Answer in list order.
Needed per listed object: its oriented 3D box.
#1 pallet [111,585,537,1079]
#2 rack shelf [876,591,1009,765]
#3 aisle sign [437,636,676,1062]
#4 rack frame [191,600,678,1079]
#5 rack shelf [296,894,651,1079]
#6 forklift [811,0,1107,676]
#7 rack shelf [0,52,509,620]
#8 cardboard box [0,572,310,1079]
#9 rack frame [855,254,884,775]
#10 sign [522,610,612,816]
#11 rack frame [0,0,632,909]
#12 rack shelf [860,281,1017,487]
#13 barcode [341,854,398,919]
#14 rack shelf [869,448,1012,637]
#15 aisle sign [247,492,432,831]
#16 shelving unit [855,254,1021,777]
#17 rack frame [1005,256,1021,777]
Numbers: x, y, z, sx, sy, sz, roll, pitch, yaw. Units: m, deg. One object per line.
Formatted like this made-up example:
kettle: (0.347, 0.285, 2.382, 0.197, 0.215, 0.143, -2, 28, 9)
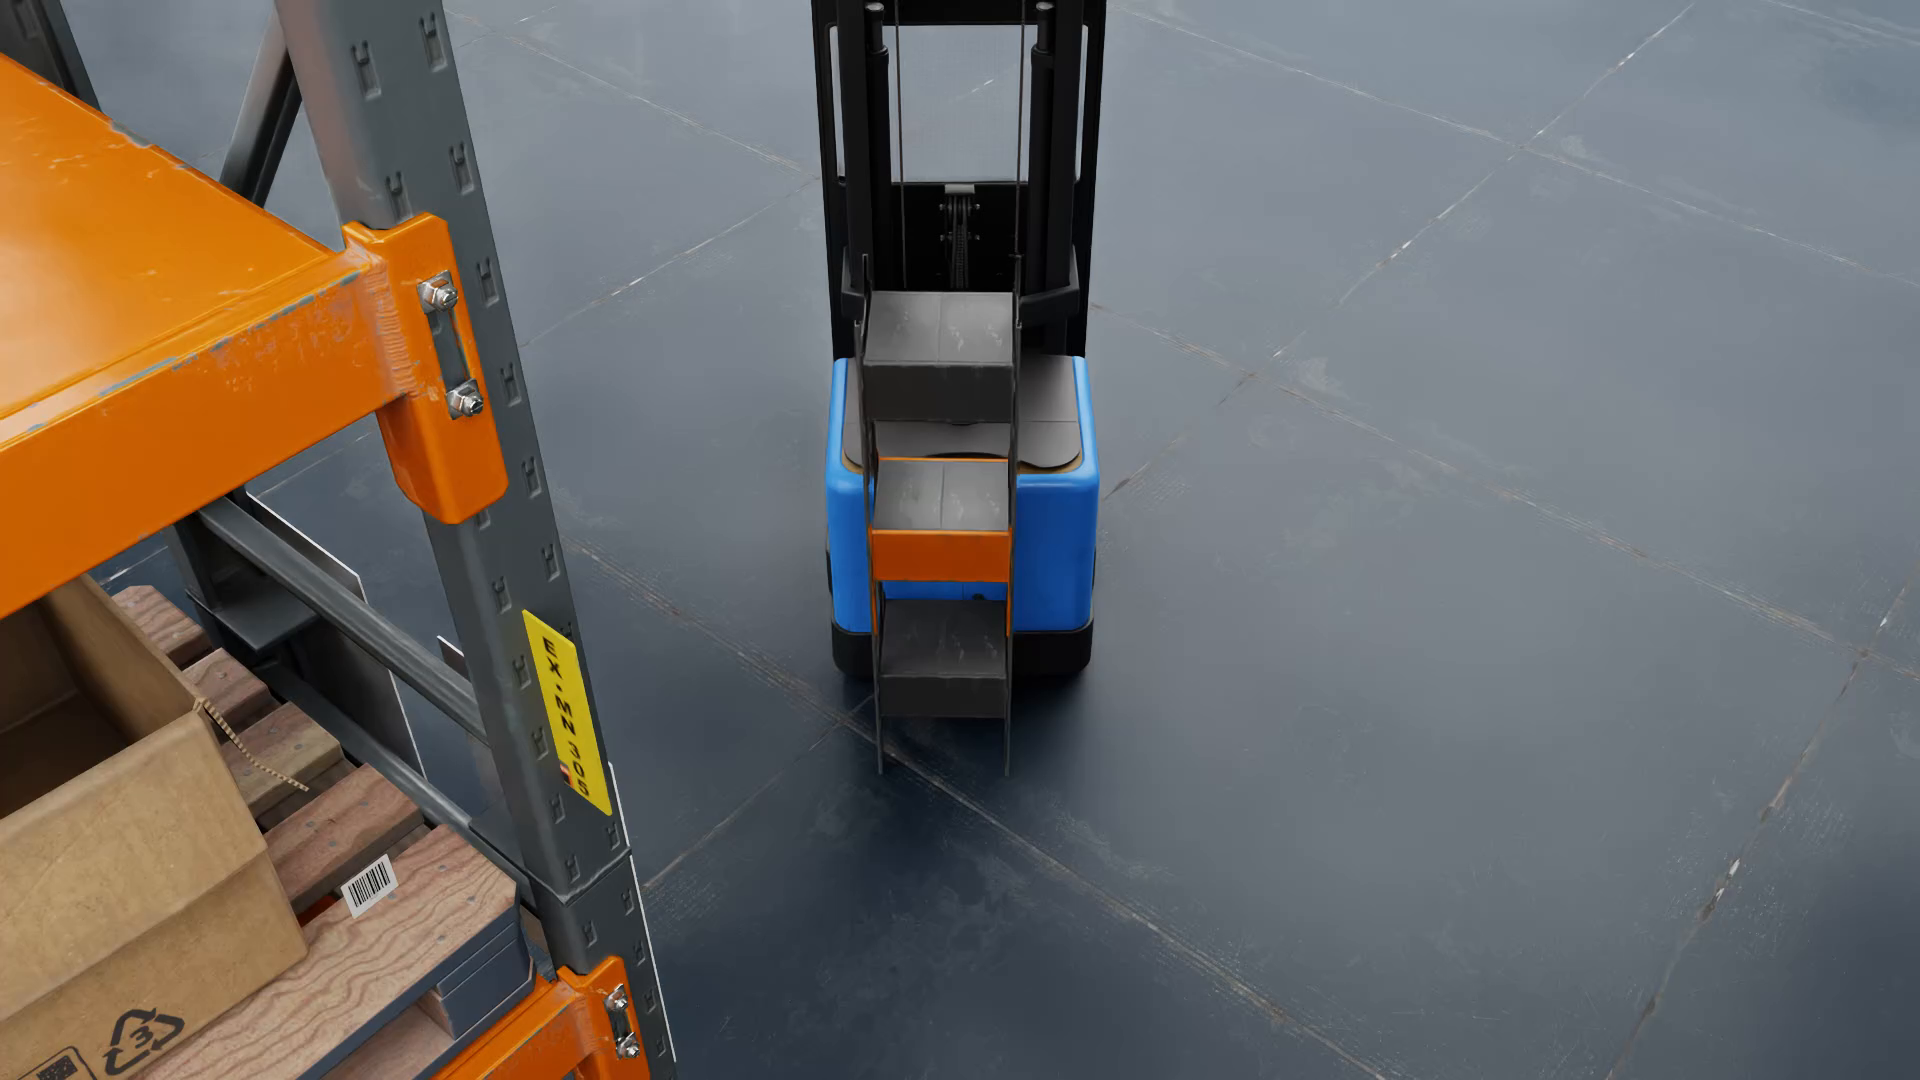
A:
pallet: (-1.383, 0.667, 2.305, 1.003, 0.211, 1.213, 29, 50, 28)
rack shelf: (-0.058, 0.527, 6.351, 0.480, 0.518, 0.431, 1, 42, 1)
aisle sign: (-0.641, 0.523, 2.695, 0.394, 0.787, 0.004, 29, 50, 28)
rack frame: (-0.908, 1.391, 3.673, 1.000, 3.000, 0.127, 29, 50, 28)
rack shelf: (-2.196, 1.577, 1.773, 1.077, 0.370, 4.000, 29, 50, 28)
forklift: (-0.008, -1.503, 6.907, 1.130, 2.935, 3.031, 0, 42, -1)
rack shelf: (-2.196, 0.616, 0.898, 1.077, 0.370, 4.000, 29, 50, 28)
cardboard box: (-1.281, 0.330, 2.117, 0.797, 0.503, 0.637, 33, 52, 31)
rack frame: (-0.304, -0.004, 5.875, 0.015, 2.100, 0.400, 1, 42, 1)
sign: (-0.502, 0.225, 2.126, 0.100, 0.325, 0.005, 29, 50, 28)
rack frame: (-0.908, -0.828, 1.654, 1.000, 3.000, 0.127, 29, 50, 28)
rack shelf: (-0.062, -0.508, 5.409, 0.480, 0.518, 0.431, 1, 42, 1)
barcode: (-0.733, 0.431, 2.068, 0.001, 0.075, 0.075, 29, 50, 28)
rack shelf: (-0.060, 0.010, 5.880, 0.480, 0.518, 0.431, 1, 42, 1)
aisle sign: (-1.101, 0.263, 2.981, 0.394, 0.787, 0.004, 29, 50, 28)
shelving unit: (-0.060, 0.000, 5.871, 0.503, 2.100, 0.431, 1, 42, 1)
rack frame: (0.184, 0.003, 5.866, 0.015, 2.100, 0.400, 1, 42, 1)
